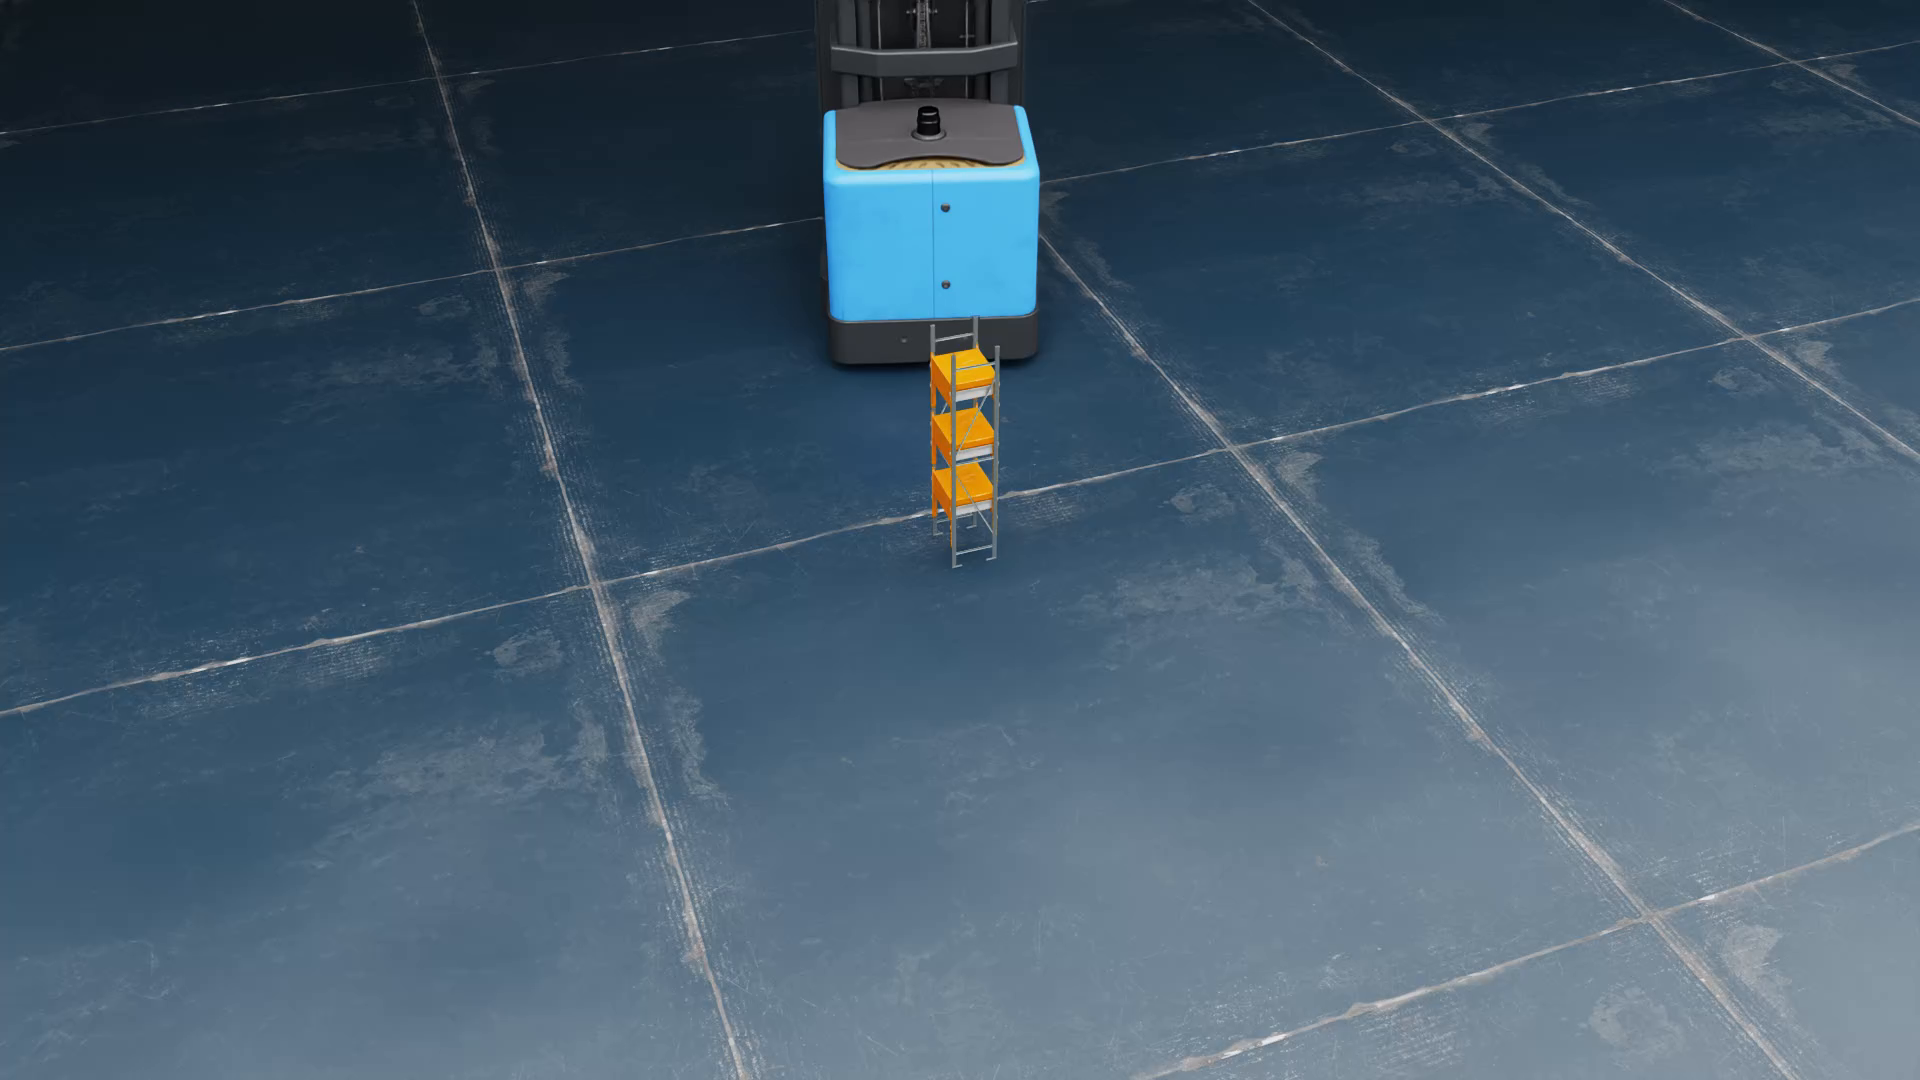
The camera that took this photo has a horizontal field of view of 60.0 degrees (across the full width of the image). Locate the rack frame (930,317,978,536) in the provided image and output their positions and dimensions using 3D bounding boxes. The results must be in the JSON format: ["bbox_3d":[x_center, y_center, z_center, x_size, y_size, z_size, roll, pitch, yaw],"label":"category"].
[{"bbox_3d":[-0.024,-0.458,6.985,0.200,1.050,0.008,-12,39,-16],"label":"rack frame"}]

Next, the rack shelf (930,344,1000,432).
[{"bbox_3d":[0.018,-0.607,6.730,0.215,0.259,0.240,-12,39,-16],"label":"rack shelf"}]

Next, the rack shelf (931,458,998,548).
[{"bbox_3d":[0.018,-0.159,7.068,0.215,0.259,0.240,-12,39,-16],"label":"rack shelf"}]

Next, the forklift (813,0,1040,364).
[{"bbox_3d":[-0.221,-2.914,8.682,1.130,2.935,3.031,-2,37,-3],"label":"forklift"}]

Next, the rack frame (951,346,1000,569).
[{"bbox_3d":[0.060,-0.320,6.803,0.200,1.050,0.008,-12,39,-16],"label":"rack frame"}]

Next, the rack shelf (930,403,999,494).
[{"bbox_3d":[0.018,-0.381,6.900,0.215,0.259,0.240,-12,39,-16],"label":"rack shelf"}]

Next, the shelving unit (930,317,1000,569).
[{"bbox_3d":[0.018,-0.389,6.894,0.215,1.050,0.252,-12,39,-16],"label":"shelving unit"}]
